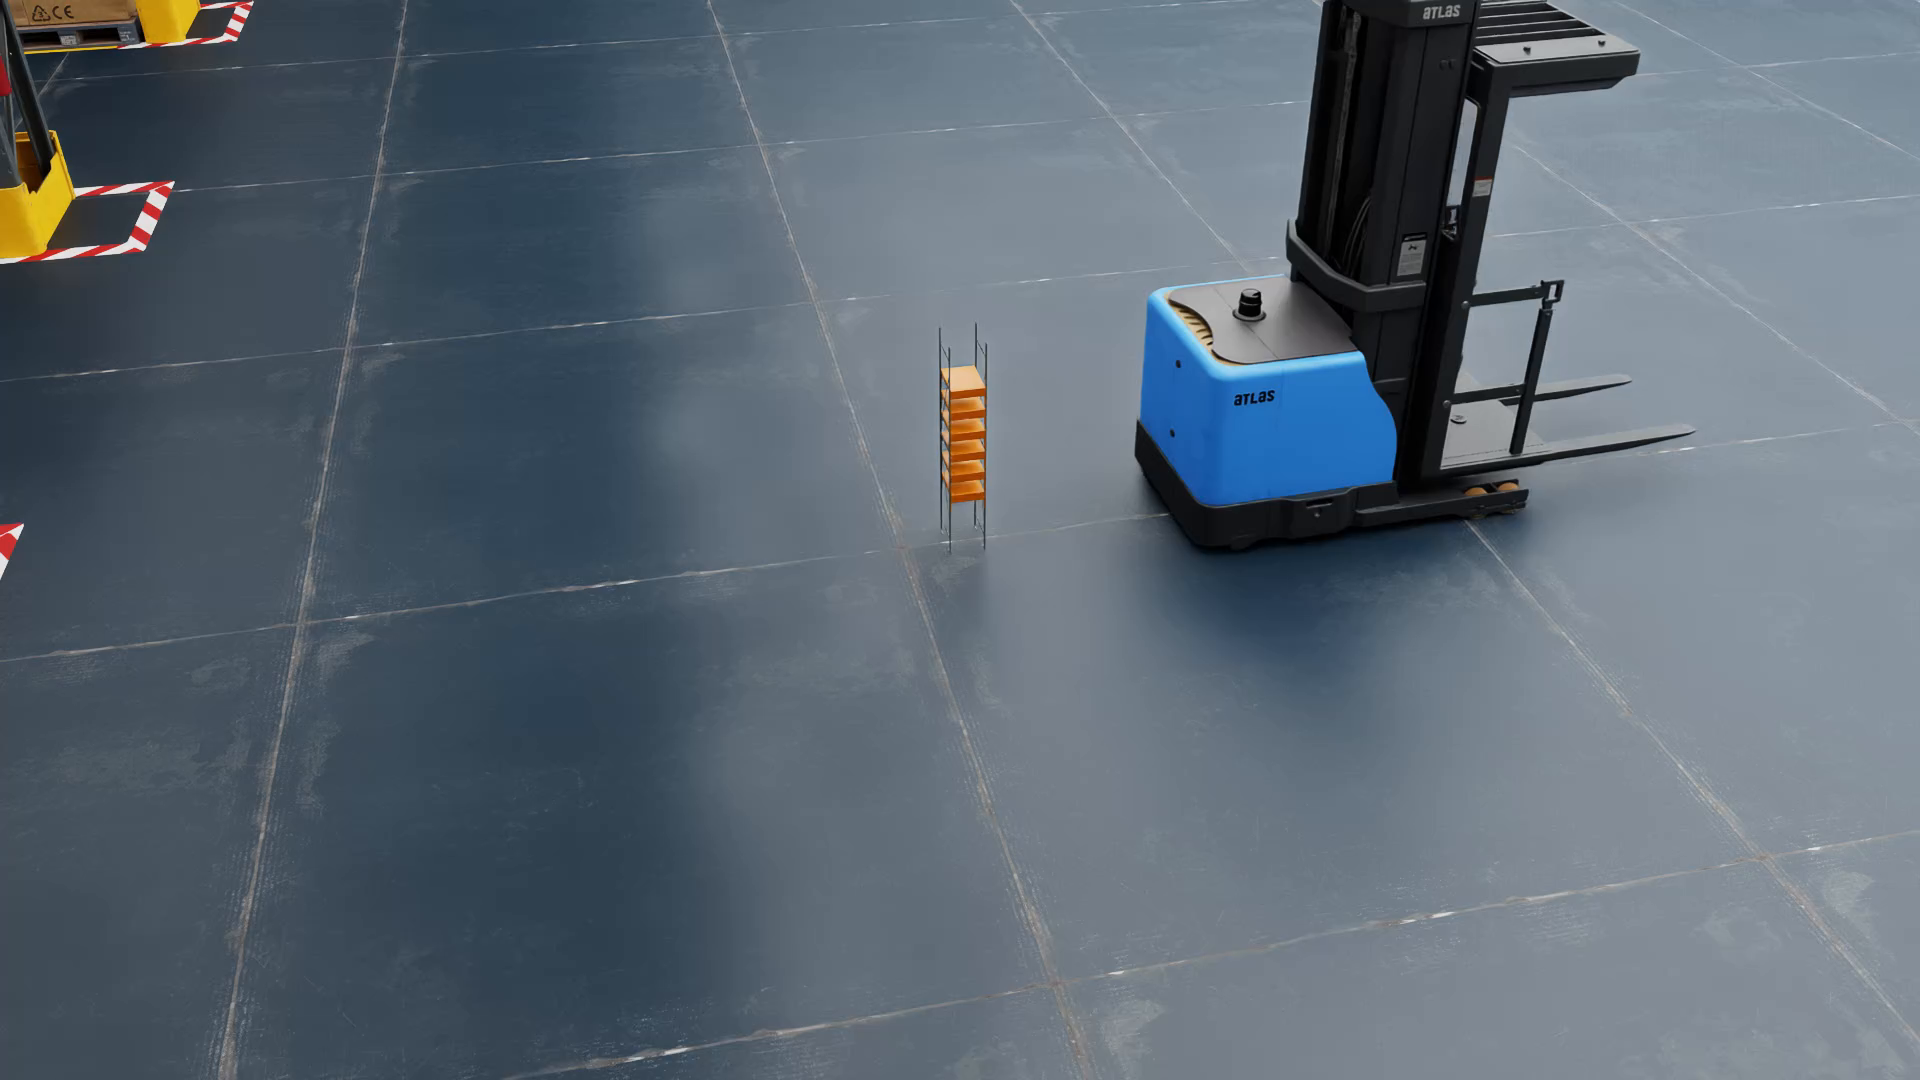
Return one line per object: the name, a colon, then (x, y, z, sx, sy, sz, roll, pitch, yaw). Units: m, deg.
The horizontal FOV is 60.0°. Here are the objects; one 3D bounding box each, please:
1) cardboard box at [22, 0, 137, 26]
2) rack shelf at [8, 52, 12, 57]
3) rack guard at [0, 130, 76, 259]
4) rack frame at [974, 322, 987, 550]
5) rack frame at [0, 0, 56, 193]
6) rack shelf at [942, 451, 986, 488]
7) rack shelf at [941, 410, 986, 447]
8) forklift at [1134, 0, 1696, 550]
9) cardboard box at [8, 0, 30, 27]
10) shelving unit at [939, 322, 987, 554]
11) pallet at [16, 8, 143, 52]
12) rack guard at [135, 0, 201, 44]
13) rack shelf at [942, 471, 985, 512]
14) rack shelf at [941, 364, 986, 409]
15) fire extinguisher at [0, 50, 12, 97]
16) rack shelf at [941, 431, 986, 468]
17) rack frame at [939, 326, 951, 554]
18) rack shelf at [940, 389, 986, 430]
cardboard box: (-8.345, -5.444, 15.701, 0.875, 0.875, 0.875, -7, 34, -10)
rack shelf: (-8.653, -3.019, 11.202, 4.000, 0.370, 1.077, -7, 35, -11)
rack guard: (-6.777, -2.516, 12.050, 0.348, 0.500, 1.175, -7, 35, -11)
rack frame: (0.103, -0.511, 8.435, 0.006, 1.200, 0.240, -7, 35, -11)
rack frame: (-6.702, -3.563, 11.368, 0.127, 3.000, 1.000, -7, 35, -11)
rack shelf: (0.014, -0.363, 8.510, 0.180, 0.103, 0.258, -7, 35, -11)
rack shelf: (0.014, -0.563, 8.376, 0.180, 0.103, 0.258, -7, 35, -11)
forklift: (2.553, -1.606, 8.513, 3.031, 2.935, 1.130, -8, 35, -12)
cardboard box: (-9.203, -5.335, 15.538, 0.875, 0.875, 0.875, -8, 35, -11)
shelving unit: (0.014, -0.500, 8.418, 0.189, 1.200, 0.258, -7, 35, -11)
pallet: (-8.461, -4.973, 15.971, 1.213, 0.211, 1.003, -7, 35, -11)
rack guard: (-7.675, -5.236, 16.104, 0.348, 0.500, 1.175, -7, 35, -11)
rack shelf: (0.014, -0.264, 8.577, 0.180, 0.103, 0.258, -7, 35, -11)
rack shelf: (0.014, -0.762, 8.242, 0.180, 0.103, 0.258, -7, 35, -11)
fire extinguisher: (-6.489, -3.295, 11.037, 0.183, 0.674, 0.296, -7, 35, -11)
rack shelf: (0.014, -0.463, 8.443, 0.180, 0.103, 0.258, -7, 35, -11)
rack frame: (-0.075, -0.489, 8.402, 0.006, 1.200, 0.240, -7, 35, -11)
rack shelf: (0.014, -0.662, 8.309, 0.180, 0.103, 0.258, -7, 35, -11)
